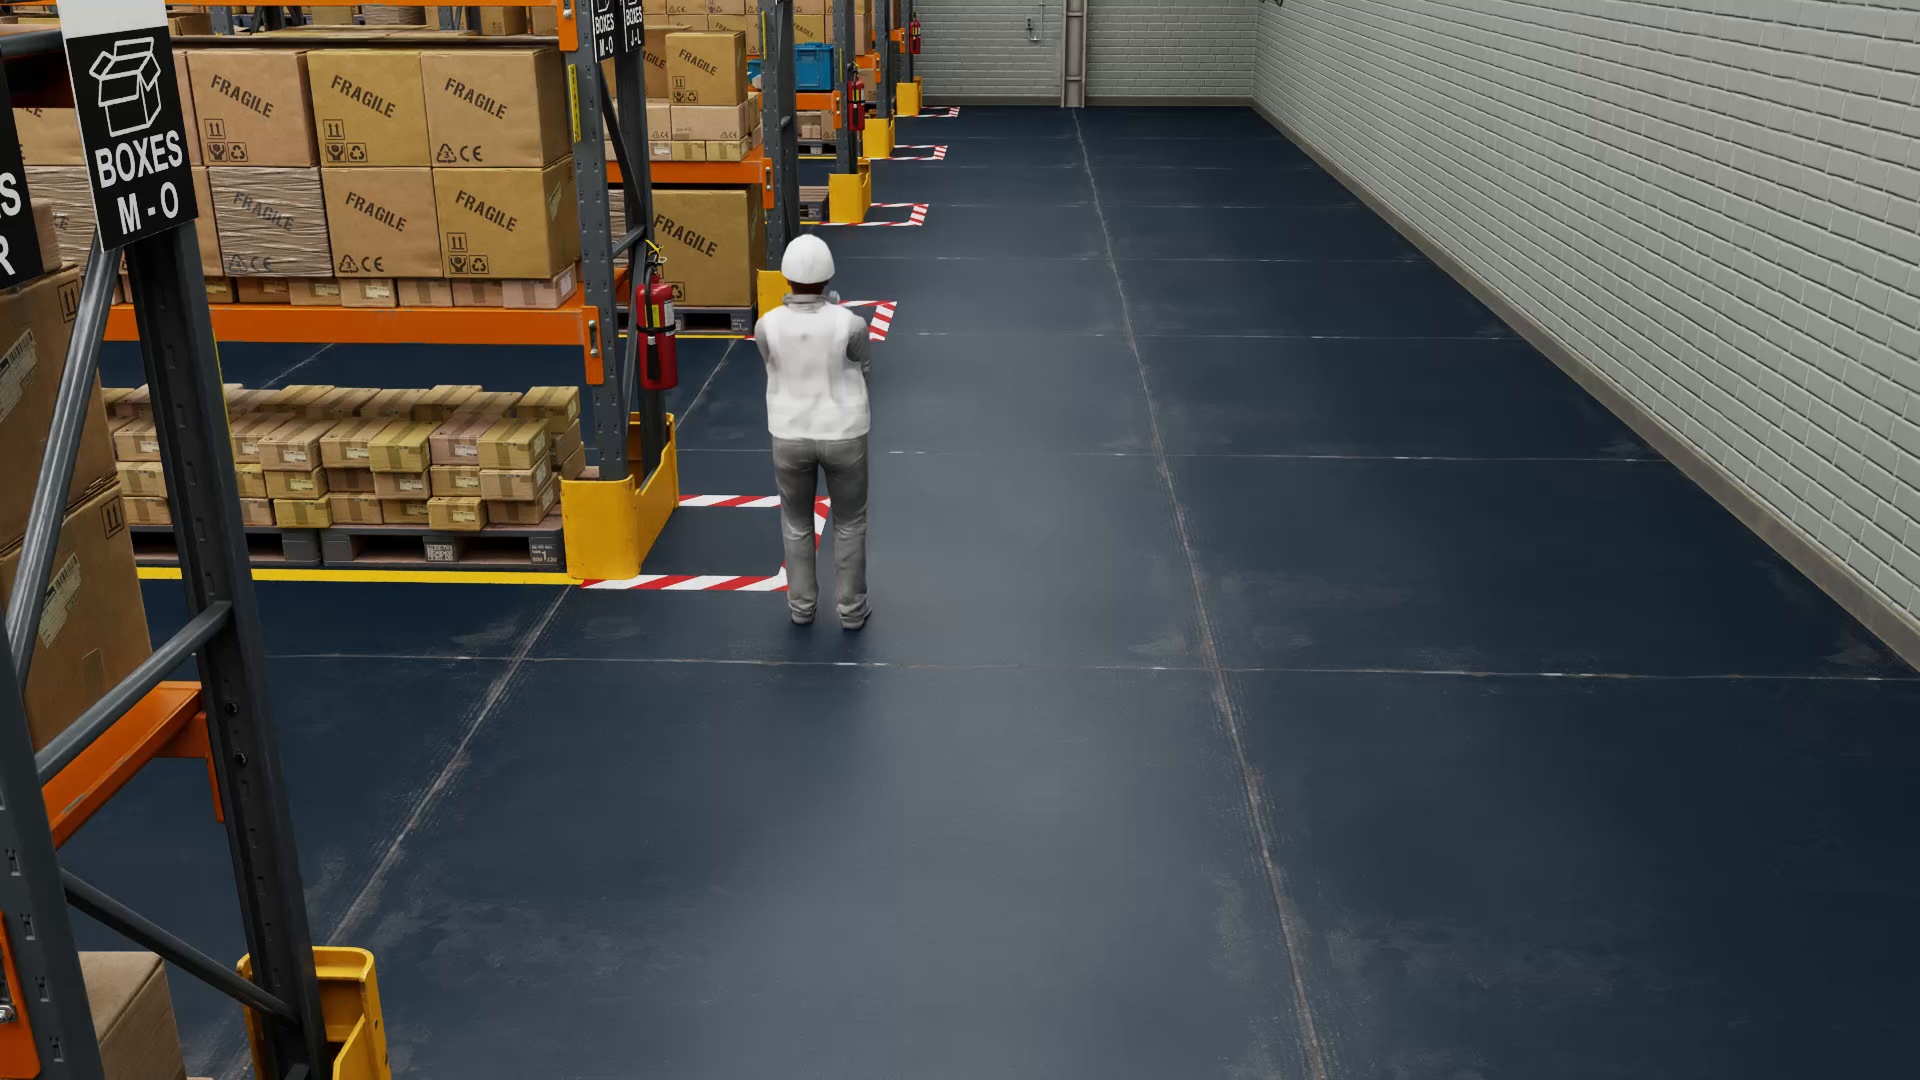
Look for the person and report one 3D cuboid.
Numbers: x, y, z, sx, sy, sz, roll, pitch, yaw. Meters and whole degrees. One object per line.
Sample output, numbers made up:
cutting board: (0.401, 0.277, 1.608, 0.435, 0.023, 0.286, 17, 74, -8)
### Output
person: (-0.628, -0.489, 7.351, 0.495, 1.768, 0.546, 1, 21, 2)
